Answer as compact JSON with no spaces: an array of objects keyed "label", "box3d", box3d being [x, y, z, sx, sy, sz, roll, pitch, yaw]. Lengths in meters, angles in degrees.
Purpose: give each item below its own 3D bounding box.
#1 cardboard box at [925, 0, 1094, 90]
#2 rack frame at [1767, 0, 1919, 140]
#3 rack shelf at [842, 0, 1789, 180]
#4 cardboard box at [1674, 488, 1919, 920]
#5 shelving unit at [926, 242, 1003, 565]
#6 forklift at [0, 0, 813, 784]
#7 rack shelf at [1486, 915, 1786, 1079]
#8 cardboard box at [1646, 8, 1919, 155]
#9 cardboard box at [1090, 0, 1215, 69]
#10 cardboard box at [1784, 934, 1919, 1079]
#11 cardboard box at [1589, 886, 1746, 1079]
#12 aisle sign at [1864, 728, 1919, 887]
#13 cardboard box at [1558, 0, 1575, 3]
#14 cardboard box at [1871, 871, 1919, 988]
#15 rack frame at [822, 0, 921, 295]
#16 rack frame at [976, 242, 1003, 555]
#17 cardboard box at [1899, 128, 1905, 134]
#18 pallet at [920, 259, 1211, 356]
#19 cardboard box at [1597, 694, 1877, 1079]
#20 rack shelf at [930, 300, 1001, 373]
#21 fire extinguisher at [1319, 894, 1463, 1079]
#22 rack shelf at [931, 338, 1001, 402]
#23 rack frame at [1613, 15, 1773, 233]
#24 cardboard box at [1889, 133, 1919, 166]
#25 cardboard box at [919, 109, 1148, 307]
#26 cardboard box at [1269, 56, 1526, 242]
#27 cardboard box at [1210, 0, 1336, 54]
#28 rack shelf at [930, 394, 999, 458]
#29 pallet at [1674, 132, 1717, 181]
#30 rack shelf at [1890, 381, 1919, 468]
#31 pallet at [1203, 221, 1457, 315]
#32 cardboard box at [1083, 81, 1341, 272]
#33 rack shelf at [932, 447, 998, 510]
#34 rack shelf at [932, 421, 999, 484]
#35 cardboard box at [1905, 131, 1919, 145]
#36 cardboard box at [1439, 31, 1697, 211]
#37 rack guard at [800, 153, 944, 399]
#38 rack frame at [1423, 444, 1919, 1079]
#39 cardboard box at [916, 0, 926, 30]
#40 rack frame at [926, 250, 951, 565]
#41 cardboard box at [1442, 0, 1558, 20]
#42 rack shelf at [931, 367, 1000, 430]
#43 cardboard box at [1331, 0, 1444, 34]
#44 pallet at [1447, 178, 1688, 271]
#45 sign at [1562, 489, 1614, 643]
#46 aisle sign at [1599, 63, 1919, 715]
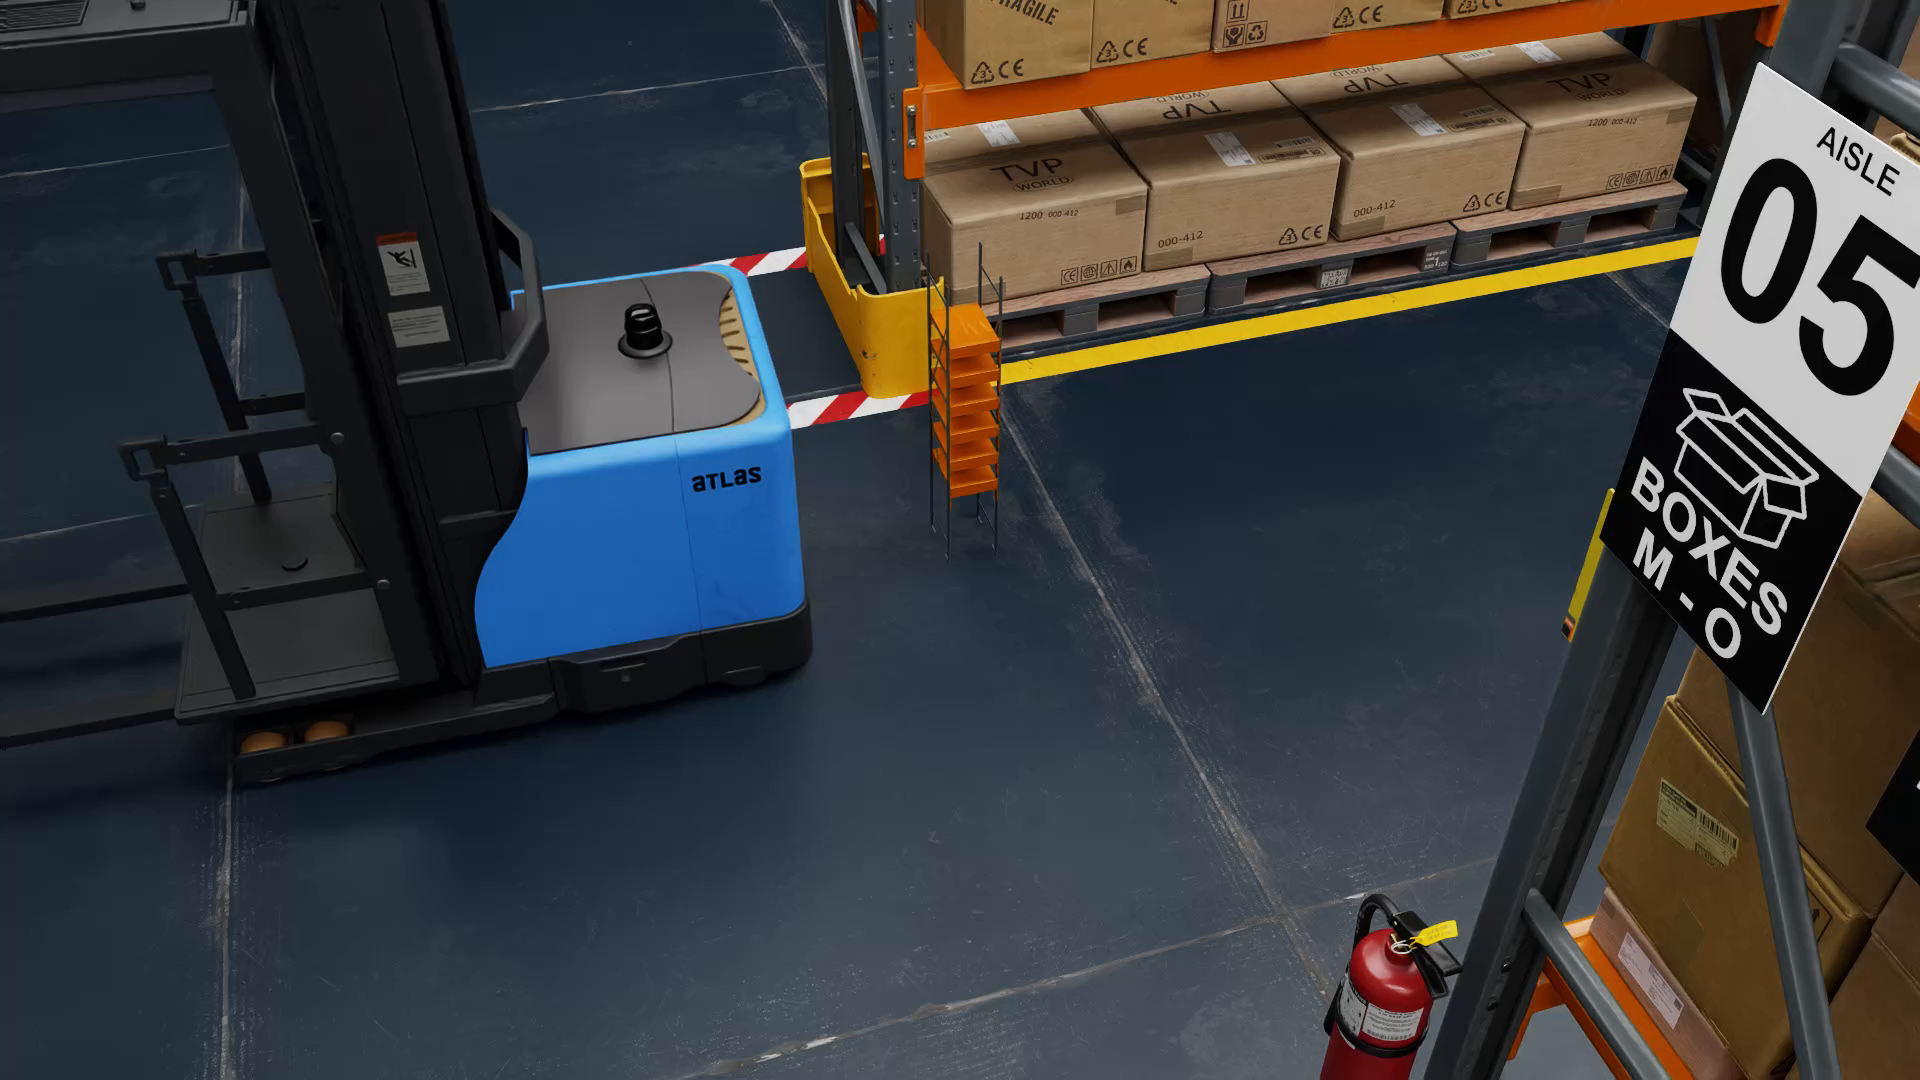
[{"label":"cardboard box","box3d":[0.179,-2.063,6.255,0.500,0.500,0.500,-12,43,-13]},{"label":"rack frame","box3d":[1.218,-1.283,0.879,0.127,3.000,1.000,-12,42,-13]},{"label":"rack shelf","box3d":[1.542,-2.235,7.075,4.000,0.370,1.077,-12,42,-13]},{"label":"cardboard box","box3d":[1.580,0.203,2.675,0.500,0.500,0.500,-13,43,-14]},{"label":"shelving unit","box3d":[0.014,-0.455,5.859,0.189,1.200,0.258,-12,42,-13]},{"label":"forklift","box3d":[-2.080,-0.711,4.836,3.031,2.935,1.130,-10,42,-11]},{"label":"rack shelf","box3d":[3.126,0.852,3.542,4.000,0.370,1.077,-12,42,-13]},{"label":"cardboard box","box3d":[4.017,-2.431,8.049,0.875,0.875,0.875,-10,42,-12]},{"label":"cardboard box","box3d":[0.653,-2.180,6.389,0.500,0.500,0.500,-12,43,-14]},{"label":"cardboard box","box3d":[1.729,0.911,2.625,0.500,0.500,0.500,-10,42,-11]},{"label":"cardboard box","box3d":[1.444,0.829,3.212,0.250,0.149,0.380,-12,42,-13]},{"label":"aisle sign","box3d":[1.239,0.200,1.765,0.004,0.787,0.394,-12,42,-13]},{"label":"cardboard box","box3d":[2.595,-2.581,6.849,0.500,0.500,0.500,-13,43,-14]},{"label":"cardboard box","box3d":[1.726,0.528,2.304,0.500,0.500,0.500,-12,43,-13]},{"label":"rack frame","box3d":[-0.365,-2.110,6.385,0.127,3.000,1.000,-12,42,-13]},{"label":"rack frame","box3d":[0.101,-0.473,5.879,0.006,1.200,0.240,-12,42,-13]},{"label":"cardboard box","box3d":[4.877,-2.615,8.259,0.875,0.875,0.875,-11,42,-12]},{"label":"pallet","box3d":[0.374,-1.267,7.540,1.213,0.211,1.003,-12,42,-13]},{"label":"cardboard box","box3d":[1.569,0.576,3.008,0.500,0.500,0.500,-11,42,-12]},{"label":"rack shelf","box3d":[0.014,-0.692,5.651,0.180,0.103,0.258,-12,42,-13]},{"label":"fire extinguisher","box3d":[0.839,0.906,3.275,0.183,0.674,0.296,-12,42,-13]},{"label":"rack shelf","box3d":[0.014,-0.602,5.730,0.180,0.103,0.258,-12,42,-13]},{"label":"rack frame","box3d":[3.450,-2.901,7.290,0.127,3.000,1.000,-12,42,-13]},{"label":"cardboard box","box3d":[1.573,-0.353,2.208,0.500,0.250,0.500,-13,43,-14]},{"label":"cardboard box","box3d":[0.234,-1.497,7.311,0.875,0.438,0.875,-13,43,-15]},{"label":"cardboard box","box3d":[1.965,-1.860,7.727,0.875,0.438,0.875,-13,43,-14]},{"label":"cardboard box","box3d":[1.144,-2.269,6.492,0.500,0.500,0.500,-12,43,-13]},{"label":"rack shelf","box3d":[0.014,-0.421,5.888,0.180,0.103,0.258,-12,42,-13]},{"label":"pallet","box3d":[4.163,-2.050,8.436,1.213,0.211,1.003,-12,42,-13]},{"label":"rack shelf","box3d":[3.126,-0.278,2.555,4.000,0.370,1.077,-12,42,-13]},{"label":"pallet","box3d":[1.536,-1.506,7.813,1.213,0.211,1.003,-12,42,-13]},{"label":"cardboard box","box3d":[1.105,-1.683,7.524,0.875,0.438,0.875,-11,42,-12]},{"label":"rack shelf","box3d":[0.014,-0.241,6.046,0.180,0.103,0.258,-12,42,-13]},{"label":"rack shelf","box3d":[0.014,-0.331,5.967,0.180,0.103,0.258,-12,42,-13]},{"label":"cardboard box","box3d":[1.581,-0.536,2.038,0.500,0.250,0.500,-13,43,-14]},{"label":"cardboard box","box3d":[2.819,-2.037,7.930,0.875,0.438,0.875,-12,43,-14]},{"label":"rack guard","box3d":[-0.388,-1.164,7.202,0.348,0.500,1.175,-12,42,-13]},{"label":"rack frame","box3d":[1.218,0.976,2.853,0.127,3.000,1.000,-12,42,-13]},{"label":"cardboard box","box3d":[0.015,-2.409,6.652,0.500,0.500,0.500,-11,42,-13]},{"label":"rack frame","box3d":[-0.073,-0.437,5.838,0.006,1.200,0.240,-12,42,-13]},{"label":"cardboard box","box3d":[2.120,-2.473,6.724,0.500,0.500,0.500,-12,43,-14]},{"label":"rack shelf","box3d":[0.014,-0.512,5.809,0.180,0.103,0.258,-12,42,-13]},{"label":"cardboard box","box3d":[1.616,-2.379,6.617,0.500,0.500,0.500,-10,42,-12]},{"label":"pallet","box3d":[2.701,-1.749,8.092,1.213,0.211,1.003,-12,42,-13]},{"label":"sign","box3d":[1.071,0.069,2.771,0.005,0.325,0.100,-12,42,-13]},{"label":"aisle sign","box3d":[1.058,-0.177,2.196,0.004,0.787,0.394,-12,42,-13]}]
